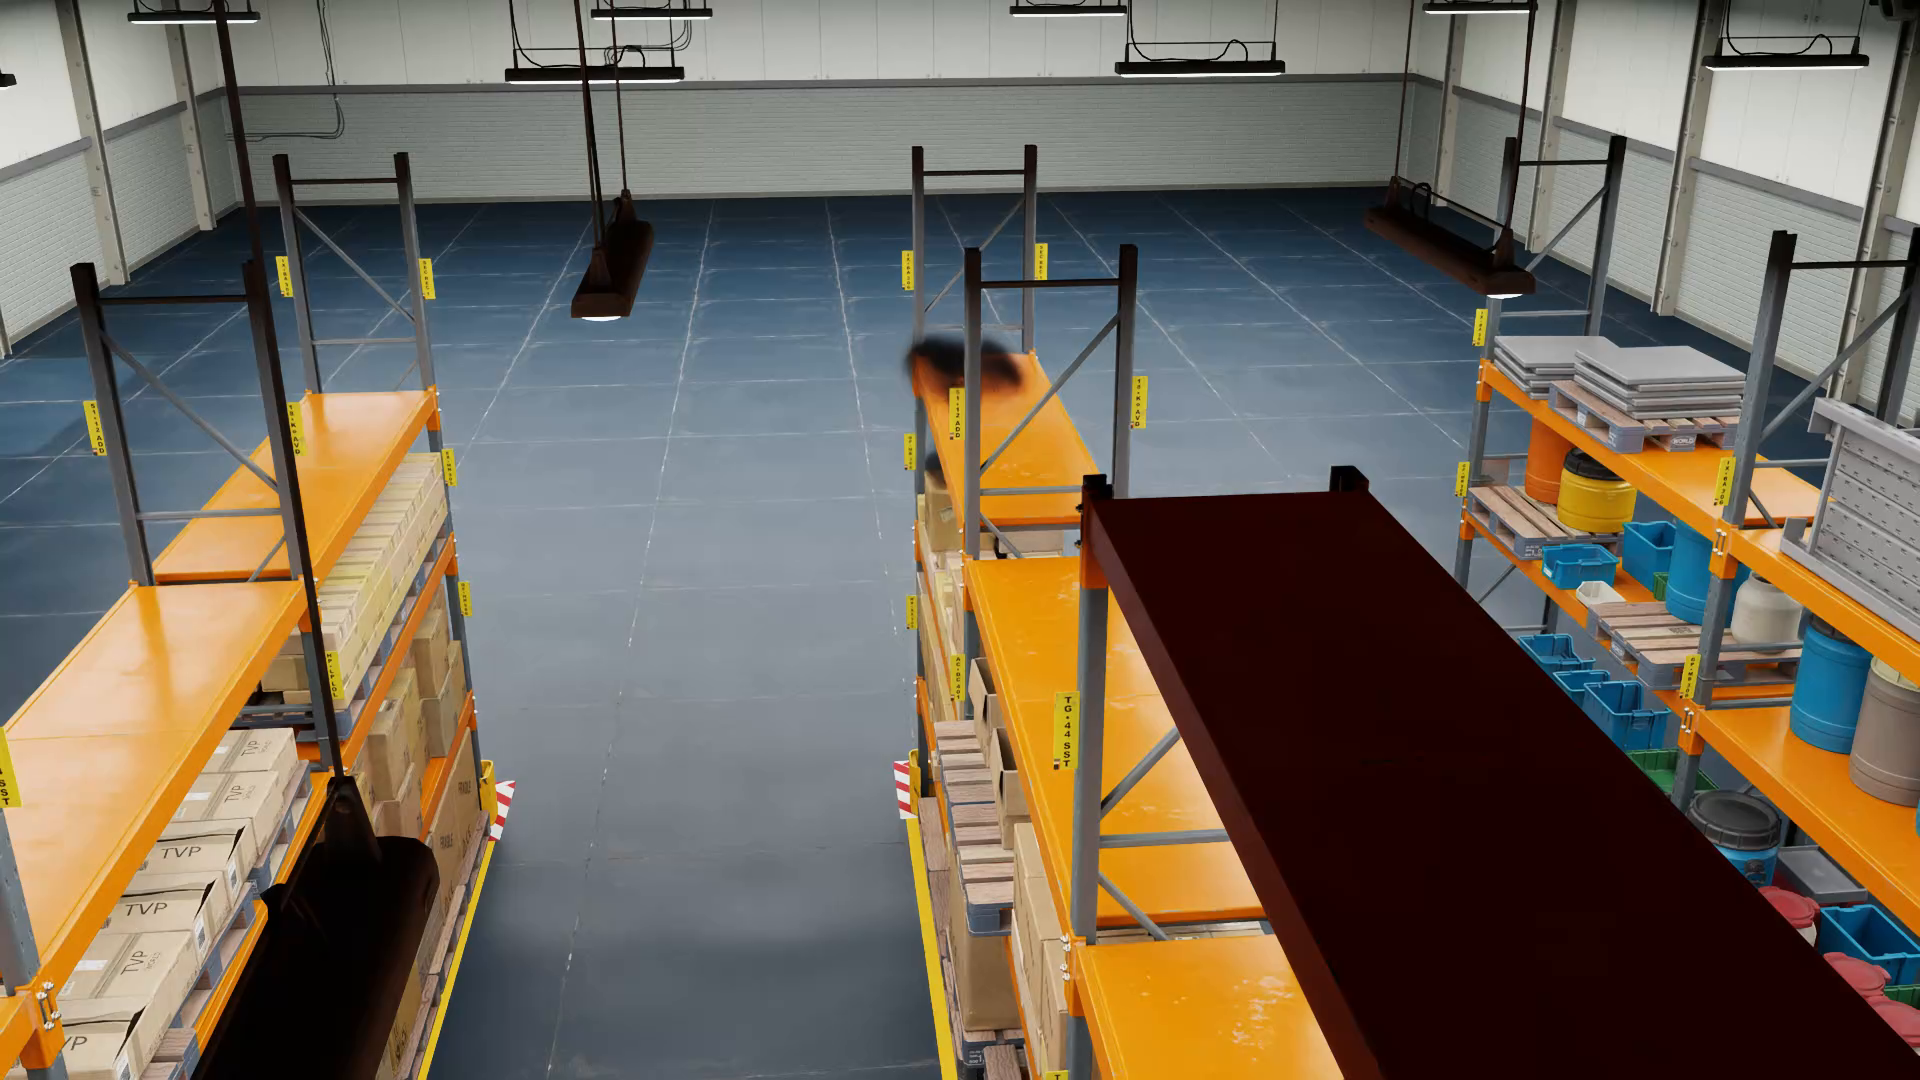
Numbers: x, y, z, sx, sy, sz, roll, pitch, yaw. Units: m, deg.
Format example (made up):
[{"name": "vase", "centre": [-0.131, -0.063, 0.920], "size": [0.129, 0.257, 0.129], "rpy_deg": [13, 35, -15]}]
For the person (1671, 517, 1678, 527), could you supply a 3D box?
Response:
[{"name": "person", "centre": [7.669, 0.568, 17.838], "size": [0.739, 1.778, 0.678], "rpy_deg": [6, 22, 16]}]
